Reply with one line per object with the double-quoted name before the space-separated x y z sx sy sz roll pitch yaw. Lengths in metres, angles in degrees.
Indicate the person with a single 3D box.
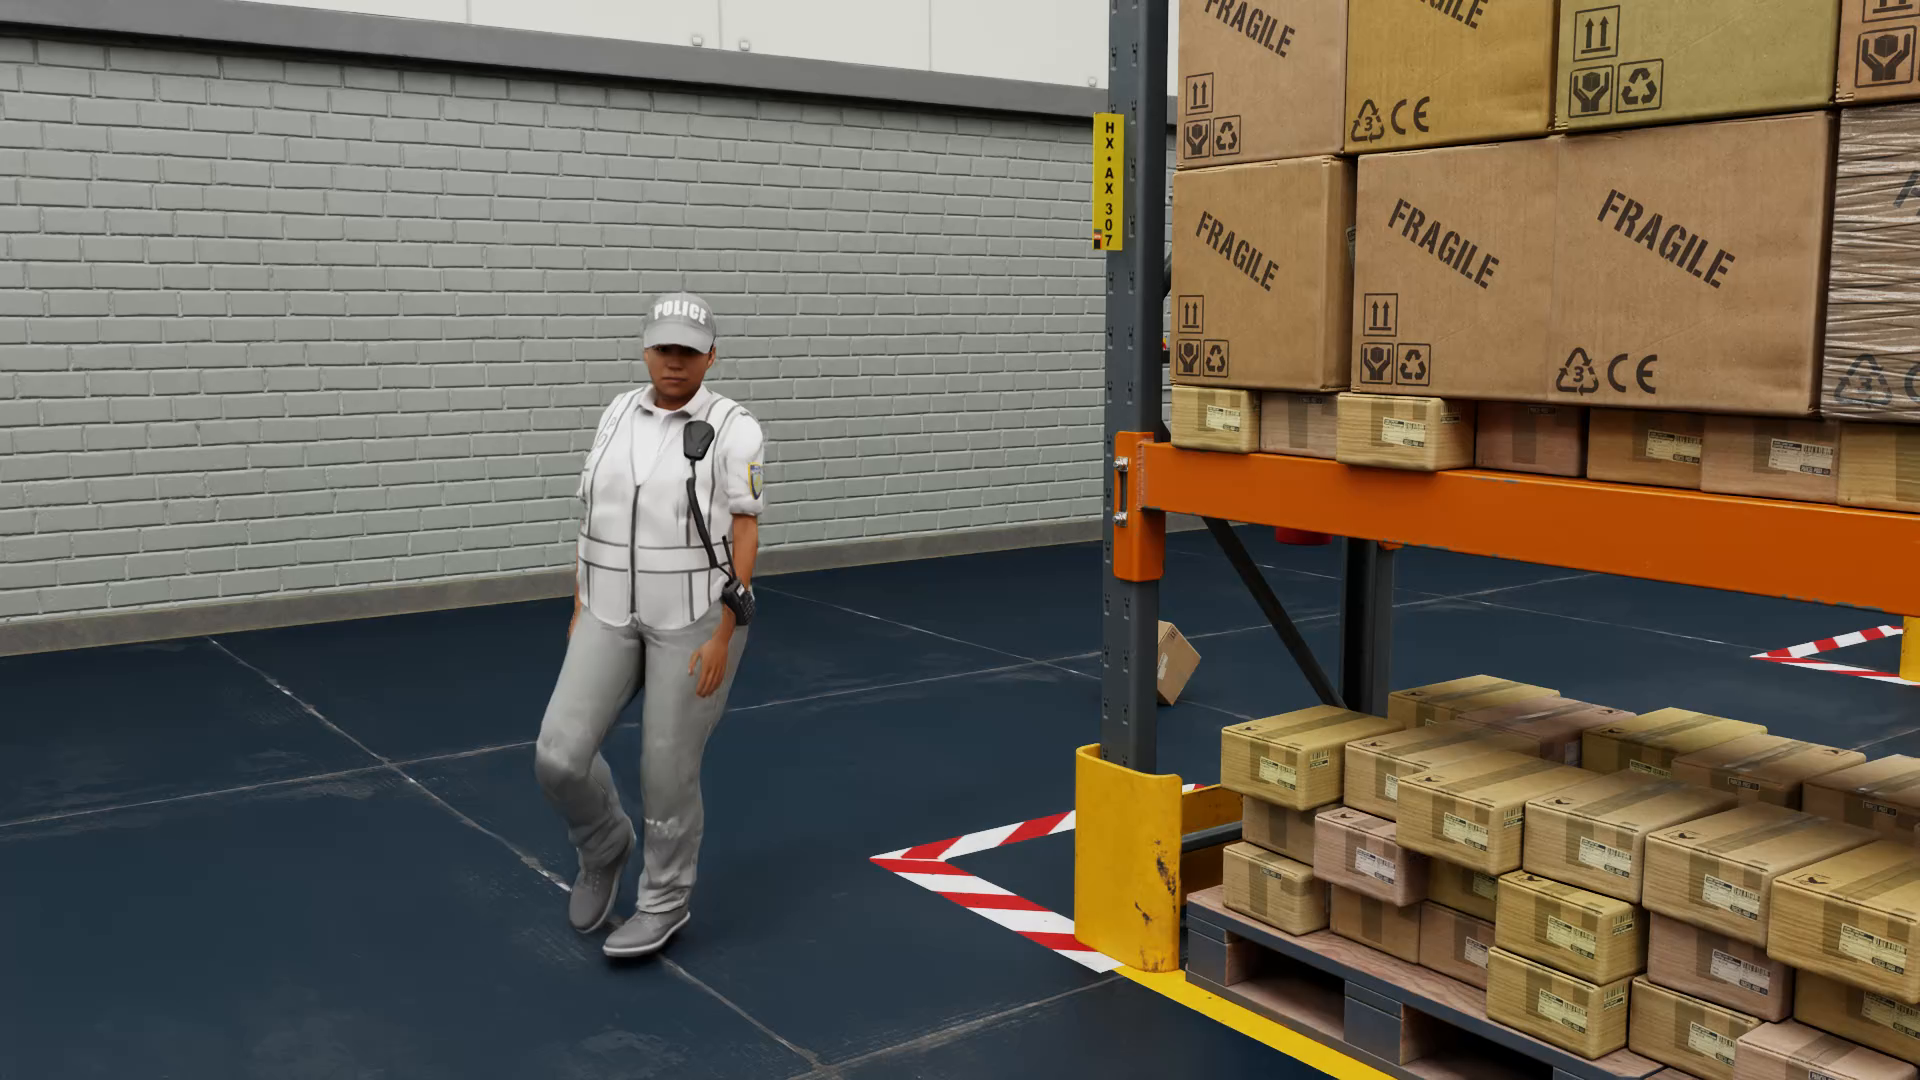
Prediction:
"person" -0.777 0.223 4.116 0.563 1.662 0.463 2 8 14
